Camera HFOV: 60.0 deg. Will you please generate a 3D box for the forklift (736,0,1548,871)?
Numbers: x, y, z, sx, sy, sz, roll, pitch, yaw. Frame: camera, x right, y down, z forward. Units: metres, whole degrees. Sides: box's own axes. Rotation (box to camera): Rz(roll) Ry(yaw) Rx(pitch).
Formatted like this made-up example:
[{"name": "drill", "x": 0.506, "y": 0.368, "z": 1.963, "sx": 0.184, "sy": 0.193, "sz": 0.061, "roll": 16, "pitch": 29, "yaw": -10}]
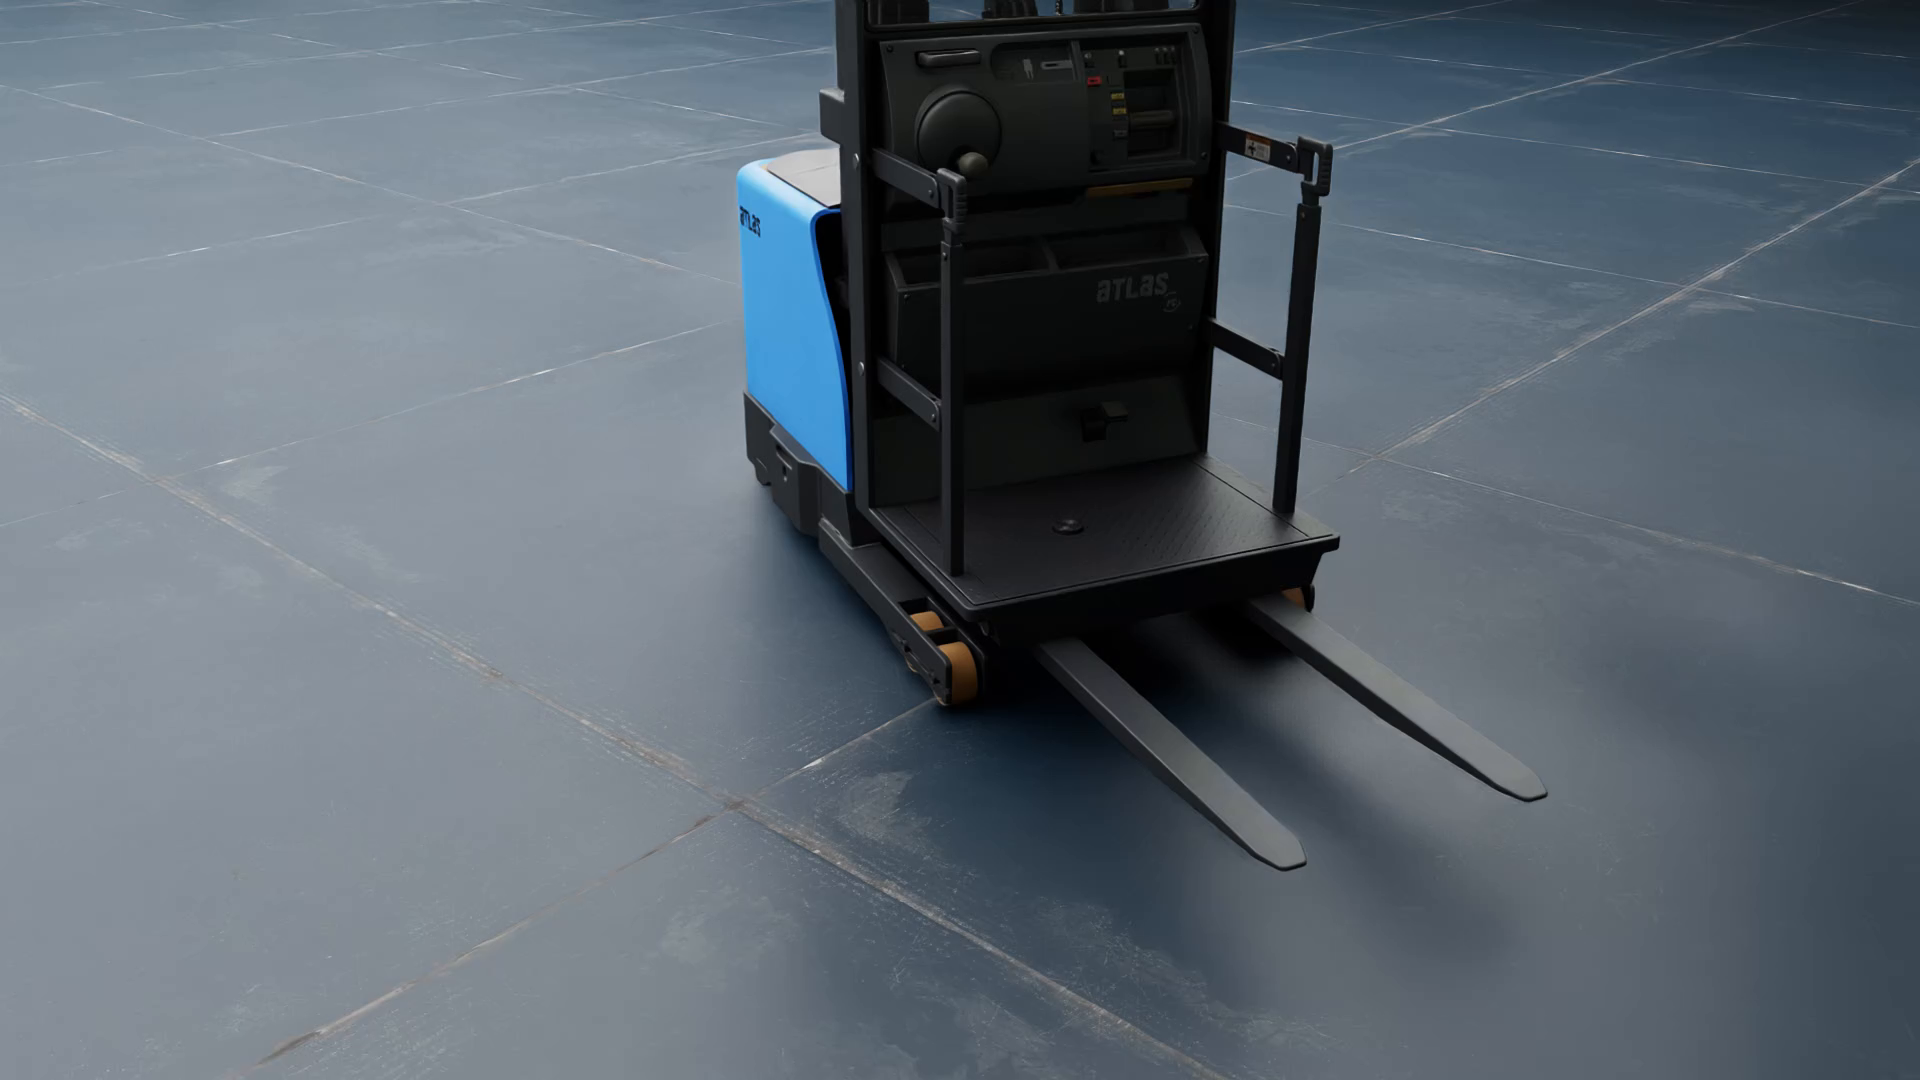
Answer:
[{"name": "forklift", "x": 0.325, "y": -1.109, "z": 4.140, "sx": 1.130, "sy": 2.935, "sz": 3.031, "roll": -10, "pitch": 26, "yaw": -22}]
